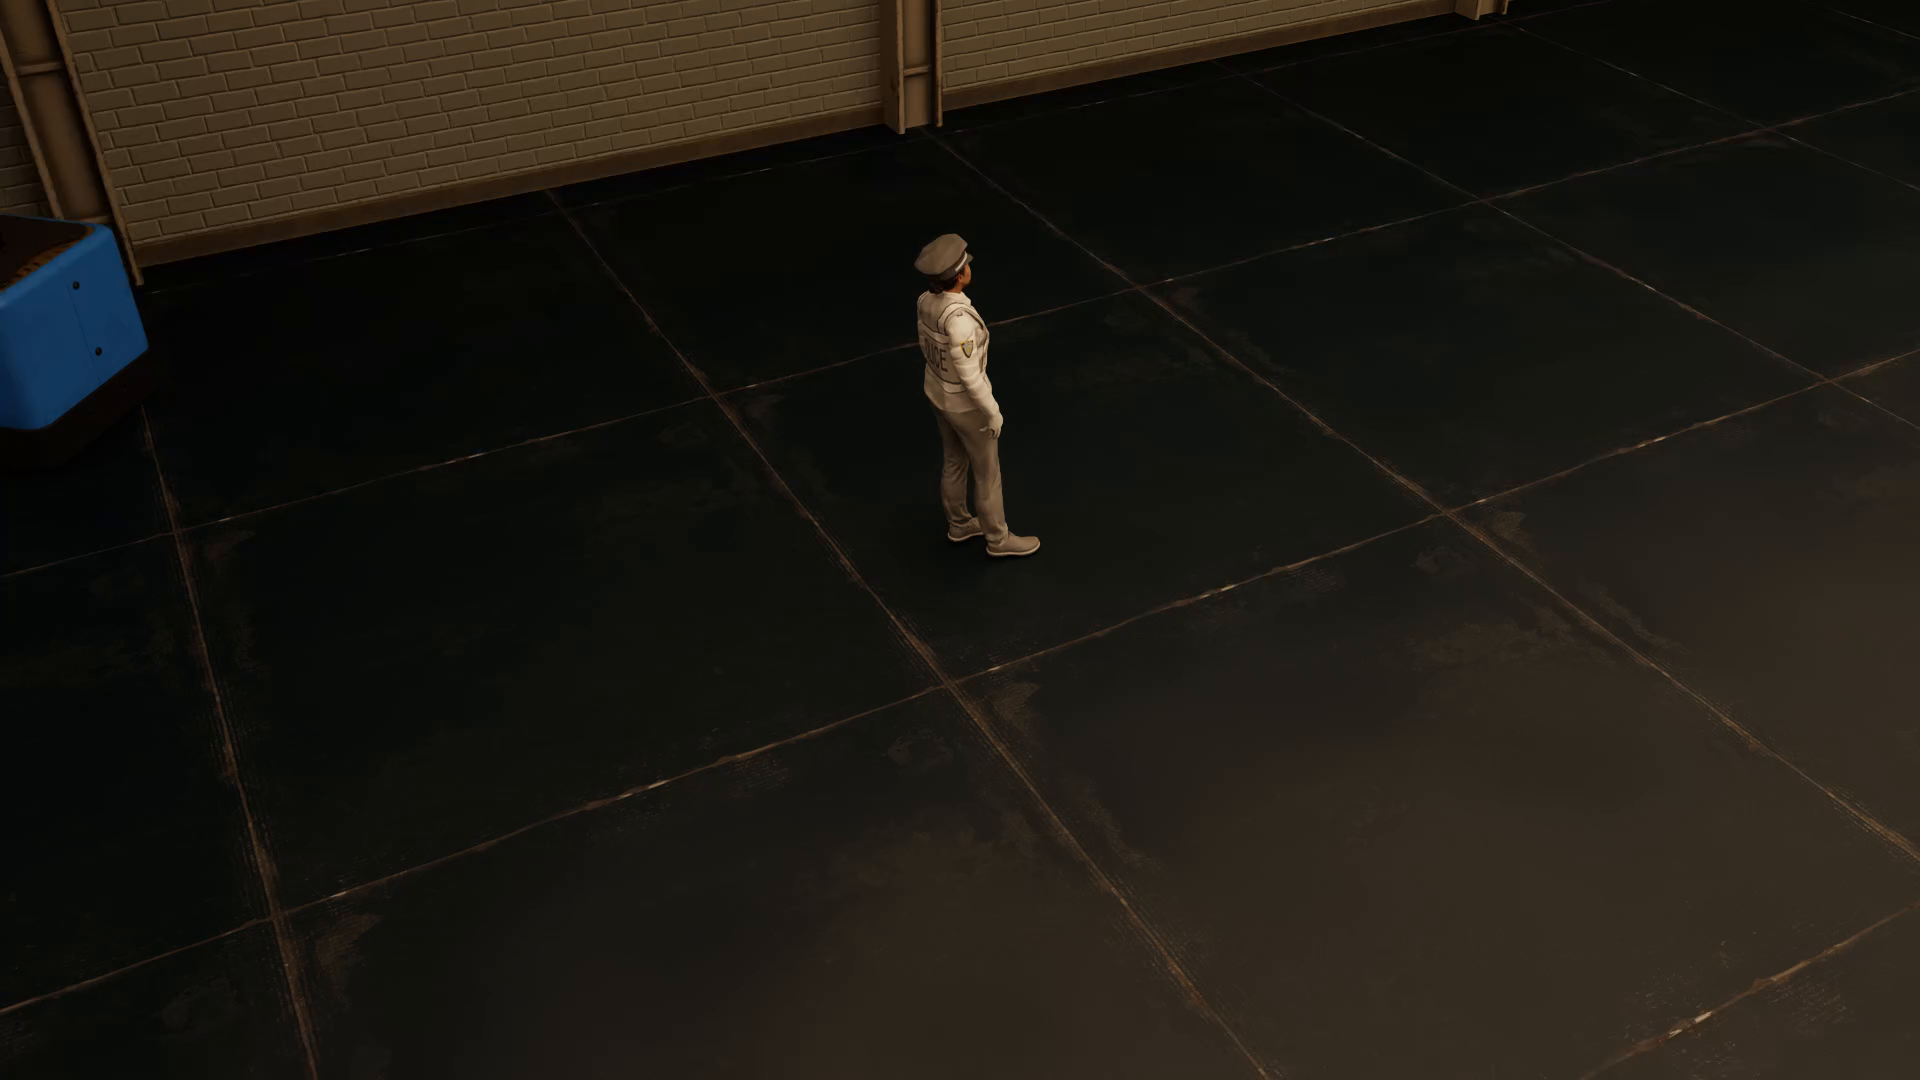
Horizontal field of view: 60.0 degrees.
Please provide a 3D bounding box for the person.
[{"bbox_3d":[0.064,-0.713,8.190,0.530,1.694,0.586,-17,39,-23],"label":"person"}]

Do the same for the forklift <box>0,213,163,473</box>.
[{"bbox_3d":[-6.293,-2.005,8.960,3.031,2.935,1.130,8,36,11],"label":"forklift"}]
